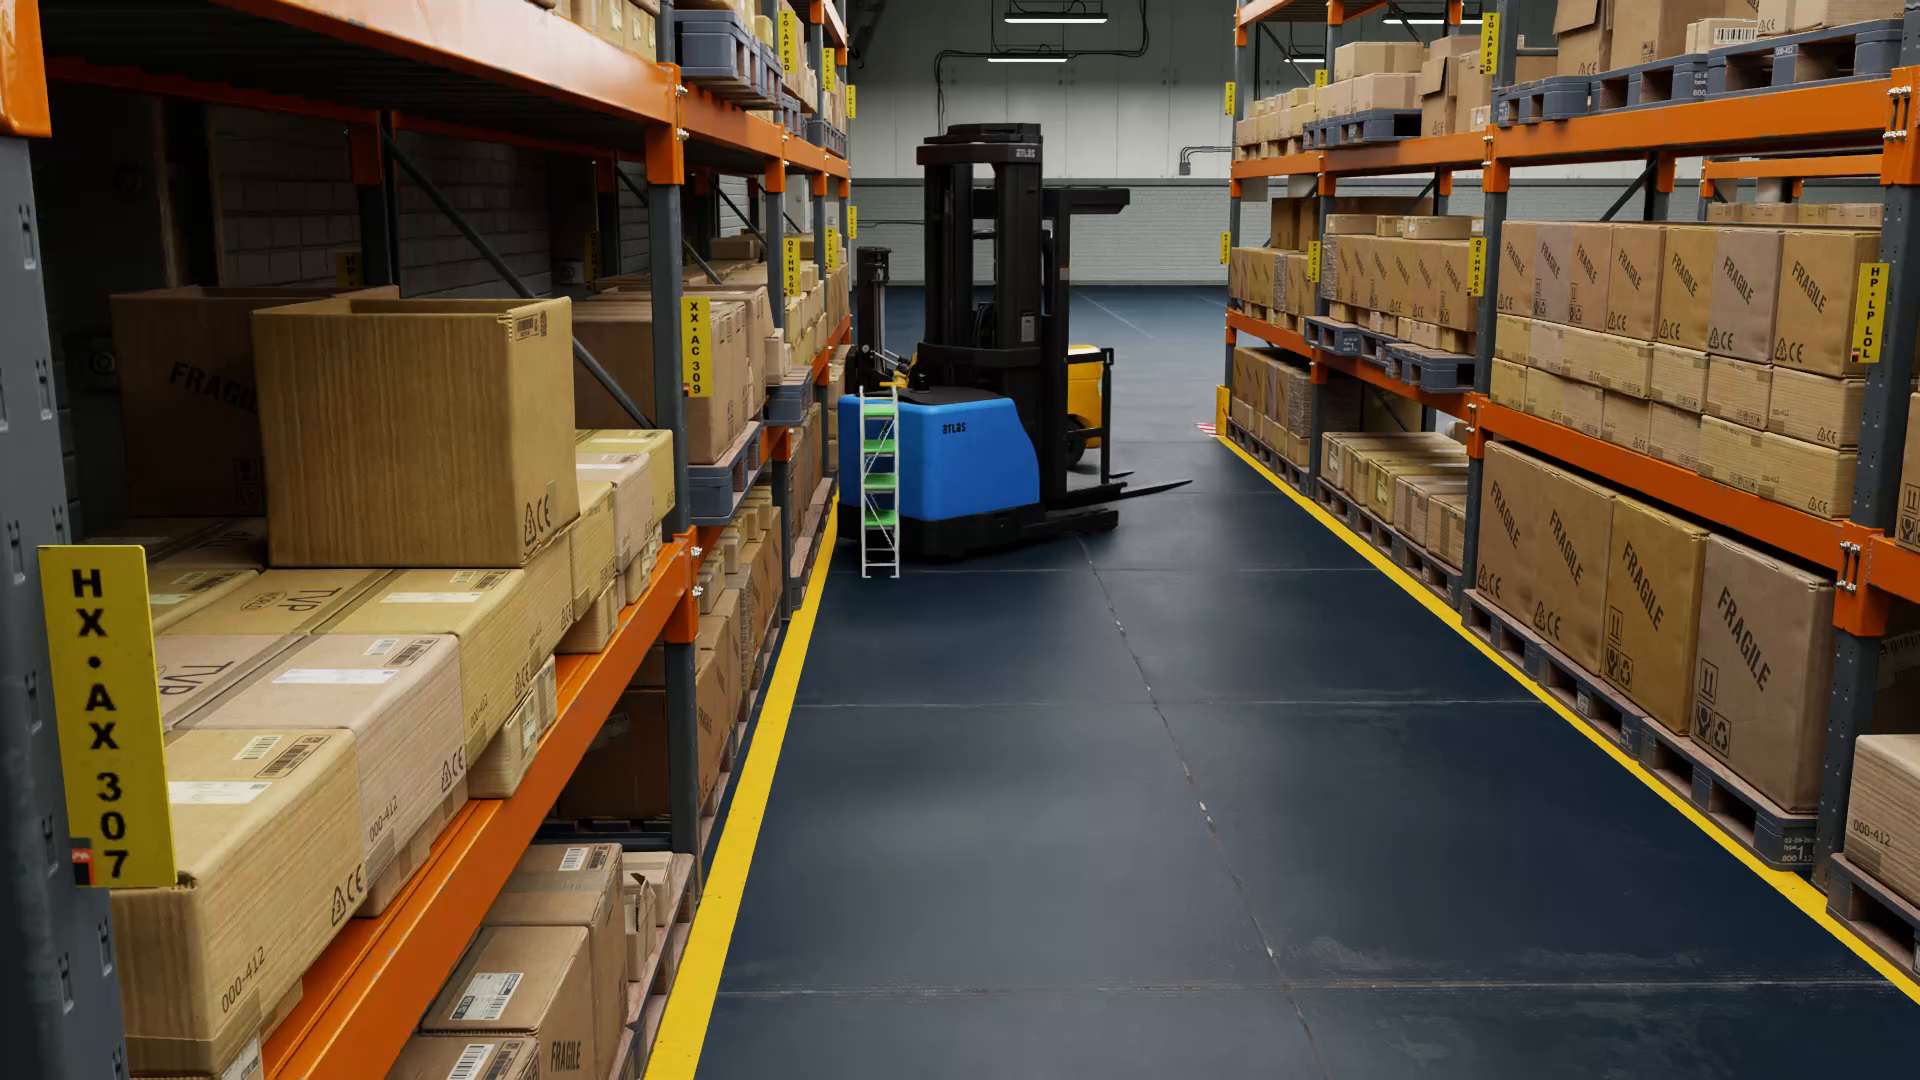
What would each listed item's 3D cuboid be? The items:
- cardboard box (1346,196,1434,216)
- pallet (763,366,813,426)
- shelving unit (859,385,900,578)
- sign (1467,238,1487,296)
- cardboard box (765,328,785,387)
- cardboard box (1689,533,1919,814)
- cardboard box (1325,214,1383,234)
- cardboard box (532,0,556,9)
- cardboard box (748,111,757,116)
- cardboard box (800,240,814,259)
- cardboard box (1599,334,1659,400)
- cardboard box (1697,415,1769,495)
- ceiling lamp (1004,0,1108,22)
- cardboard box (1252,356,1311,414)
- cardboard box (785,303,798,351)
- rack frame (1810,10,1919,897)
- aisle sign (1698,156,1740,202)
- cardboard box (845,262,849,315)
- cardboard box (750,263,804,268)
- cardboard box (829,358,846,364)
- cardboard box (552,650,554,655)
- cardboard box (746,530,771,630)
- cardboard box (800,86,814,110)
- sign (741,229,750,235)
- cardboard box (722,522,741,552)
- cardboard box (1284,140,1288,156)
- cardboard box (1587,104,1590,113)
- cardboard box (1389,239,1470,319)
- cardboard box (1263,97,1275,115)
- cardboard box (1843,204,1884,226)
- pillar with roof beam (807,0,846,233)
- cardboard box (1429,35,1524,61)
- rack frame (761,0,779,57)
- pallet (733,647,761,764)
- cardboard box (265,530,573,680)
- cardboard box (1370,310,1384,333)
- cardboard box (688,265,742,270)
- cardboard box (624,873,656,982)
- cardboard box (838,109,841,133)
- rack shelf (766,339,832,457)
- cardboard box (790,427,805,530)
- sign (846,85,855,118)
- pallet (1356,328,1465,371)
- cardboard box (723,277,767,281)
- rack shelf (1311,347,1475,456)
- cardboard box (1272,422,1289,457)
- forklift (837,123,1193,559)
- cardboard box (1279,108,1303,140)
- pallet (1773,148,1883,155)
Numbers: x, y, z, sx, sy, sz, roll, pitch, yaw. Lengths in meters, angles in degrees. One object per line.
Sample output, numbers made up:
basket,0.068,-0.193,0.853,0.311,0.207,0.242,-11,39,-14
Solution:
cardboard box,3.596,-2.588,13.759,0.700,0.500,0.500,0,11,-2
pallet,-1.408,-0.770,8.795,1.213,0.211,1.003,0,11,-1
shelving unit,-0.533,-0.394,10.984,0.258,1.200,0.503,-1,11,-3
sign,2.928,-1.545,9.415,0.100,0.325,0.005,0,11,-1
cardboard box,-1.146,-0.923,8.385,0.500,0.250,0.500,-1,11,-4
cardboard box,3.461,0.488,6.399,0.875,0.875,0.875,0,11,1
cardboard box,3.044,-2.439,12.848,0.380,0.149,0.250,0,11,-1
cardboard box,-1.045,-1.175,3.392,0.380,0.149,0.250,0,11,0
cardboard box,-1.217,-2.095,7.675,0.500,0.250,0.500,0,11,-1
cardboard box,-1.284,-2.371,13.572,0.380,0.149,0.250,0,11,0
cardboard box,3.239,-0.787,7.514,0.500,0.250,0.500,0,11,0
cardboard box,3.283,-0.341,6.572,0.500,0.250,0.500,0,11,-2
ceiling lamp,1.853,-11.652,32.179,2.000,3.185,0.800,0,11,-1
cardboard box,3.064,-1.466,15.716,0.500,0.500,0.500,0,11,0
cardboard box,-1.232,-1.260,9.844,0.500,0.250,0.500,0,11,-1
rack frame,3.553,-0.225,5.624,1.000,3.000,0.127,0,11,-1
aisle sign,7.951,-3.938,17.386,0.394,0.787,0.004,0,11,-1
cardboard box,-1.384,-2.541,16.791,0.500,0.500,0.500,0,11,-2
cardboard box,-1.370,-1.994,12.460,0.380,0.149,0.250,0,11,-1
cardboard box,-1.296,-1.545,15.474,0.500,0.250,0.500,0,11,-2
cardboard box,-1.188,0.240,3.966,0.380,0.149,0.250,0,11,0
cardboard box,-1.268,0.203,8.745,0.500,0.500,0.500,0,11,-2
cardboard box,-1.248,-3.178,11.962,0.380,0.149,0.250,0,11,-1
sign,-2.212,-3.051,17.178,0.100,0.325,0.005,0,11,-1
cardboard box,-1.265,0.008,8.073,0.380,0.149,0.250,0,11,-2
cardboard box,3.140,-3.531,15.009,0.380,0.149,0.250,0,11,-2
cardboard box,3.634,-2.430,9.582,0.380,0.149,0.250,0,11,-1
cardboard box,3.150,-1.713,10.902,0.500,0.500,0.500,-1,12,-5
cardboard box,3.029,-4.025,15.438,0.380,0.149,0.250,0,11,0
cardboard box,8.234,-2.641,14.438,0.875,0.550,0.550,0,11,-1
pillar with roof beam,1.388,-8.983,33.705,9.100,9.000,0.548,0,11,-1
cardboard box,3.571,-3.345,11.523,0.500,0.250,0.500,0,11,0
rack frame,-1.492,-3.939,8.842,1.000,3.000,0.127,0,11,-1
pallet,-1.492,0.758,7.791,1.003,0.211,1.213,0,11,-1
cardboard box,-1.123,0.125,3.527,0.500,0.250,0.500,-1,11,-3
cardboard box,3.083,-1.528,11.620,0.380,0.149,0.250,0,11,1
cardboard box,-1.798,-1.936,12.176,0.380,0.149,0.250,0,11,-2
cardboard box,-1.097,1.111,4.860,0.396,0.266,0.258,0,11,1
cardboard box,-1.331,-4.034,15.887,0.396,0.266,0.258,0,11,-1
rack shelf,-1.533,-1.044,11.470,1.077,0.370,4.000,0,11,-1
cardboard box,-1.527,-0.429,11.544,0.875,0.625,0.625,-1,11,-4
sign,-1.114,-4.454,16.896,0.100,0.325,0.005,0,11,-1
pallet,3.389,-1.319,11.501,1.003,0.211,1.213,0,11,-1
cardboard box,-1.242,-1.534,10.195,0.380,0.149,0.250,0,11,0
rack shelf,3.429,-1.065,11.574,1.077,0.370,4.000,0,11,-1
cardboard box,3.086,-0.896,14.789,0.500,0.250,0.500,-1,11,-3
forklift,0.540,-1.534,12.250,3.031,2.935,1.130,-11,16,-43
cardboard box,3.102,-3.646,14.571,0.500,0.250,0.500,0,11,-2
pallet,8.306,-3.687,15.366,1.003,0.211,1.213,0,11,-1
